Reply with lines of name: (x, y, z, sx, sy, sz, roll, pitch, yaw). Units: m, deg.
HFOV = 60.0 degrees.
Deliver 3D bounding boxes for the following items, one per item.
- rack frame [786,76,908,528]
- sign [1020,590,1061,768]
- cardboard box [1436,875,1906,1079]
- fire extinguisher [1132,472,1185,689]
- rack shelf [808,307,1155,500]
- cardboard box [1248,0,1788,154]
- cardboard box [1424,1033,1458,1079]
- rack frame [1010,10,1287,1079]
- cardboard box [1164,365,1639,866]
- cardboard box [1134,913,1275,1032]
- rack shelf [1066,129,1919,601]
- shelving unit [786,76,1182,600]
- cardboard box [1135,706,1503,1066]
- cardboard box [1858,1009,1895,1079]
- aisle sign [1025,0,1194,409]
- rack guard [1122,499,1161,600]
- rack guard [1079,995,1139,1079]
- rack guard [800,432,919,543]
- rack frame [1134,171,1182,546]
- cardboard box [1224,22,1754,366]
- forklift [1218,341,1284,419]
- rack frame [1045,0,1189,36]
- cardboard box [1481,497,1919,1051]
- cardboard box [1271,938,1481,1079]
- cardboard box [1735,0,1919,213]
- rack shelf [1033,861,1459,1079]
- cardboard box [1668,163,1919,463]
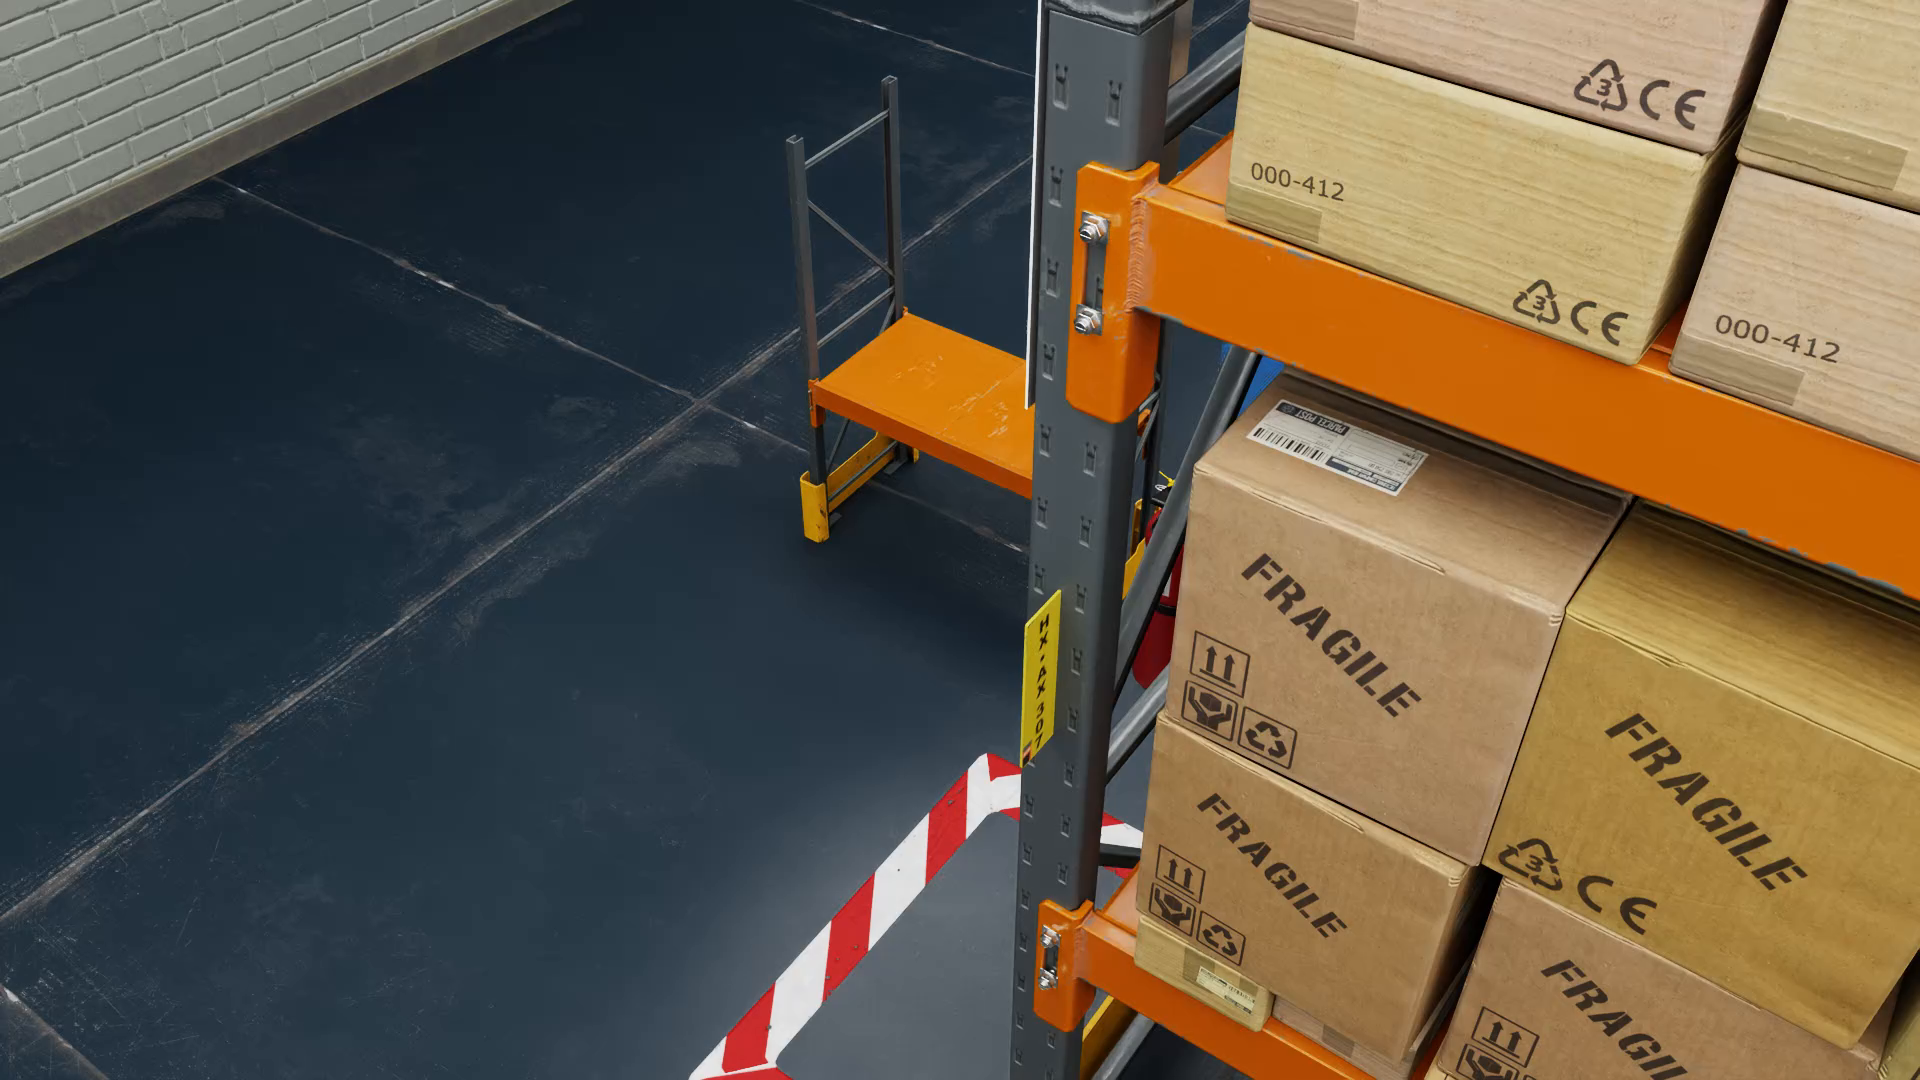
rack frame: (-0.346, -0.721, 5.431, 0.032, 1.500, 0.500, 25, 48, 25)
sign: (0.127, 0.221, 2.605, 0.005, 0.325, 0.100, 25, 48, 25)
cardboard box: (1.100, 0.613, 2.518, 0.500, 0.500, 0.500, 25, 48, 25)
fire extinguisher: (0.497, 0.066, 3.764, 0.183, 0.674, 0.296, 25, 48, 25)
rack shelf: (0.070, -0.392, 5.333, 1.000, 0.185, 0.538, 25, 48, 25)
cardboard box: (0.657, -0.687, 1.757, 0.500, 0.250, 0.500, 26, 48, 26)
cardboard box: (0.937, 0.851, 2.738, 0.250, 0.149, 0.380, 24, 47, 24)
rack frame: (0.438, 0.247, 3.224, 0.127, 3.000, 1.000, 25, 48, 25)
cardboard box: (0.654, 0.043, 2.404, 0.500, 0.500, 0.500, 25, 47, 25)
cardboard box: (0.515, 0.644, 2.970, 0.250, 0.149, 0.380, 25, 47, 25)
rack shelf: (2.076, 0.163, 1.608, 4.000, 0.370, 1.077, 25, 48, 25)
shelving unit: (0.062, -0.530, 5.217, 1.083, 1.500, 0.587, 25, 48, 25)
cardboard box: (0.647, 0.422, 2.731, 0.500, 0.500, 0.500, 27, 49, 27)
cardboard box: (1.494, 0.807, 2.300, 0.500, 0.500, 0.500, 26, 48, 26)
aisle sign: (0.206, -0.586, 2.206, 0.004, 0.787, 0.394, 25, 48, 25)
rack guard: (0.470, 0.127, 5.421, 0.087, 0.250, 0.587, 25, 48, 25)
rack guard: (0.501, 1.208, 4.025, 0.348, 0.500, 1.175, 25, 48, 25)
rack guard: (-0.345, -0.255, 5.847, 0.087, 0.250, 0.587, 25, 48, 25)
rack frame: (0.486, -0.332, 4.996, 0.032, 1.500, 0.500, 25, 48, 25)
cardboard box: (0.659, -0.503, 1.926, 0.500, 0.250, 0.500, 27, 48, 27)
forklift: (2.346, -0.874, 4.529, 3.031, 2.935, 1.130, 20, 46, 21)
rack frame: (0.438, -1.989, 1.224, 0.127, 3.000, 1.000, 25, 48, 25)
cardboard box: (1.070, 0.233, 2.192, 0.500, 0.500, 0.500, 26, 48, 26)
cardboard box: (0.748, 0.719, 2.886, 0.250, 0.149, 0.380, 27, 48, 27)
cardboard box: (1.077, -0.492, 1.538, 0.500, 0.250, 0.500, 24, 47, 25)
rack shelf: (2.076, 1.281, 2.609, 4.000, 0.370, 1.077, 25, 48, 25)
cardboard box: (1.088, -0.299, 1.698, 0.500, 0.250, 0.500, 27, 48, 27)
